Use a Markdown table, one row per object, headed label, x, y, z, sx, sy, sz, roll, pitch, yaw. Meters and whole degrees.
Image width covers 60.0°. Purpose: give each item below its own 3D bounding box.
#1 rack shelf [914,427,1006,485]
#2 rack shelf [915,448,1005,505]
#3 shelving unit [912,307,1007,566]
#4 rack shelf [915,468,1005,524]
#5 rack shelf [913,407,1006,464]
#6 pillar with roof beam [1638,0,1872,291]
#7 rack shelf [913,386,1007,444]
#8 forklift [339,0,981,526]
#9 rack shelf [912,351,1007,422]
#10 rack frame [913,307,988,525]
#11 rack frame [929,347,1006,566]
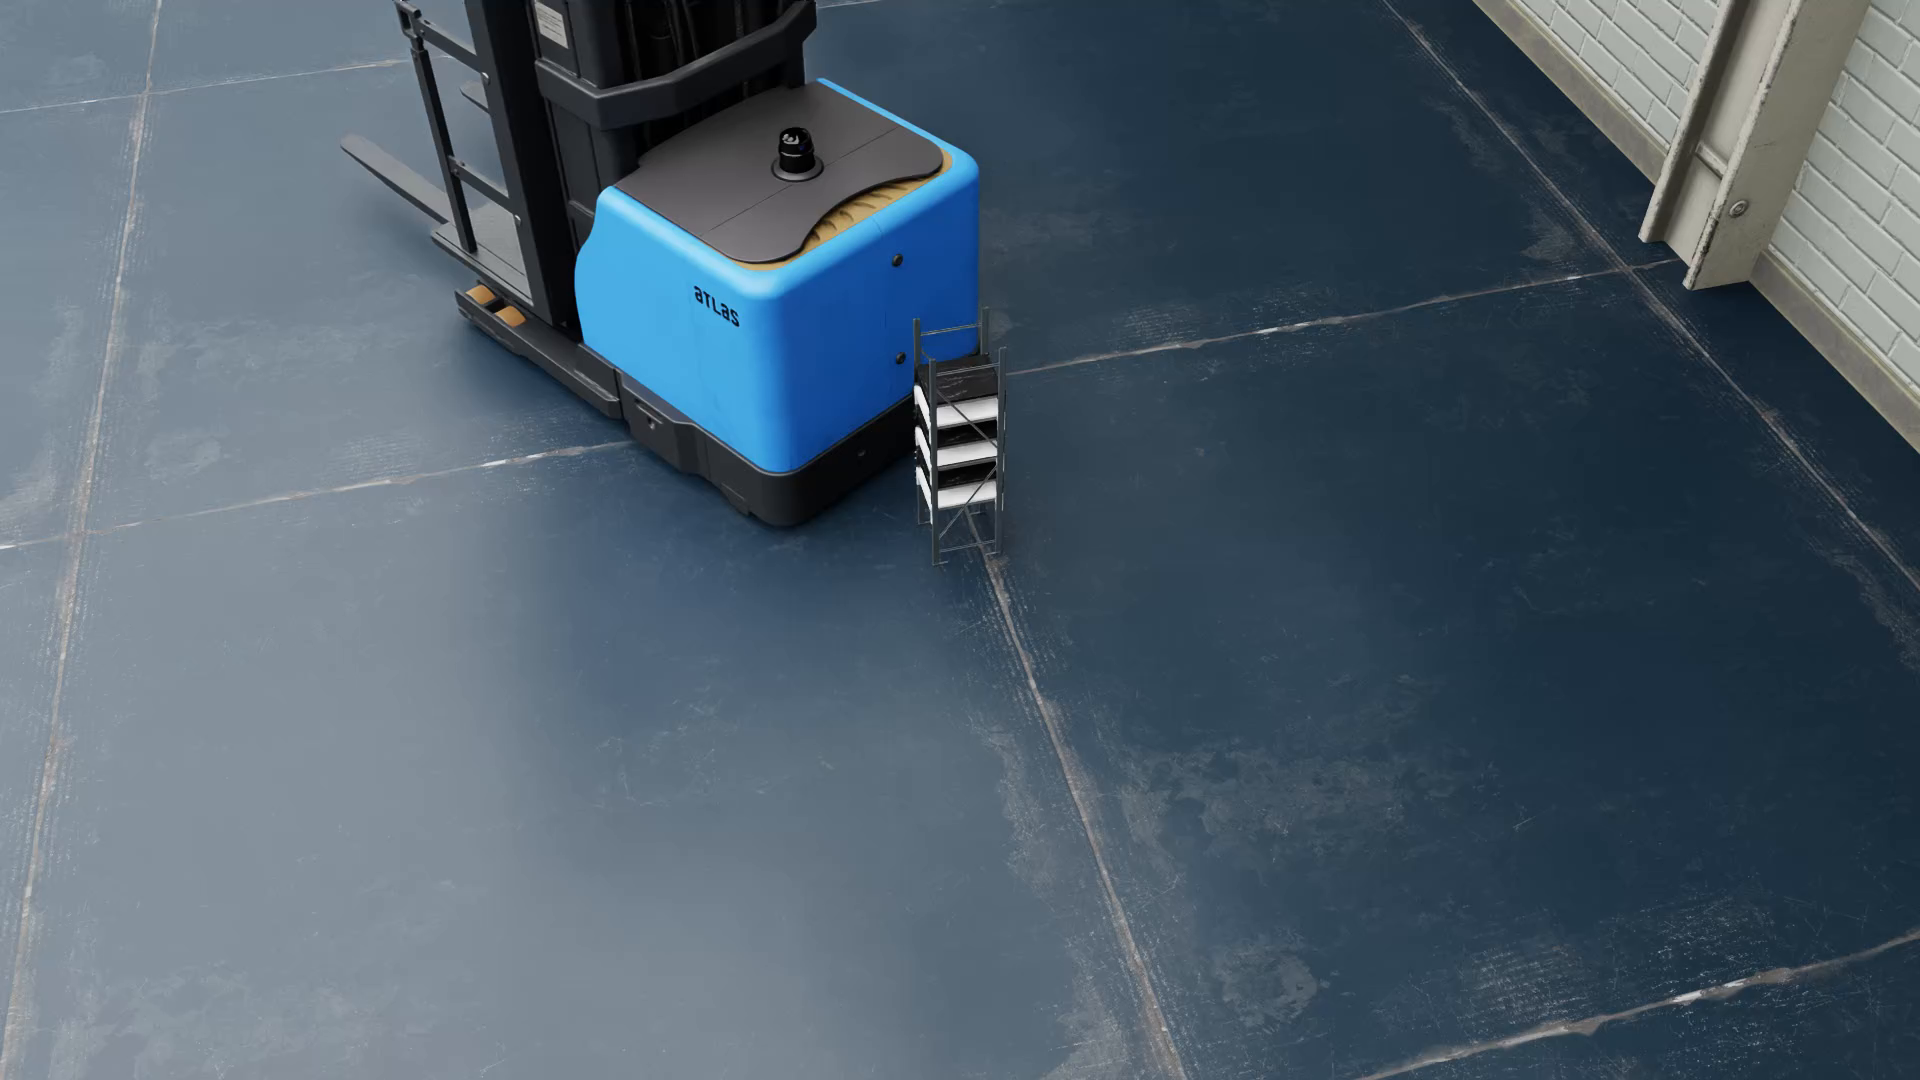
| label | x | y | z | sx | sy | sz | roll | pitch | yaw |
| --- | --- | --- | --- | --- | --- | --- | --- | --- | --- |
| rack shelf | -0.002 | -0.297 | 5.458 | 0.258 | 0.077 | 0.200 | -11 | 47 | -10 |
| rack shelf | -0.002 | -0.234 | 5.522 | 0.258 | 0.077 | 0.200 | -11 | 47 | -10 |
| shelving unit | -0.002 | -0.321 | 5.434 | 0.258 | 0.900 | 0.210 | -11 | 47 | -10 |
| rack shelf | -0.002 | -0.171 | 5.586 | 0.258 | 0.077 | 0.200 | -11 | 47 | -10 |
| rack shelf | -0.002 | -0.360 | 5.394 | 0.258 | 0.077 | 0.200 | -11 | 47 | -10 |
| pillar with roof beam | -1.107 | -3.539 | 2.917 | 9.100 | 9.000 | 0.400 | -11 | 47 | -10 |
| rack shelf | -0.002 | -0.423 | 5.329 | 0.258 | 0.077 | 0.200 | -11 | 47 | -10 |
| forklift | -1.333 | -2.007 | 5.665 | 3.031 | 2.935 | 1.130 | 34 | 55 | 29 |
| rack shelf | -0.002 | -0.486 | 5.265 | 0.258 | 0.077 | 0.200 | -11 | 47 | -10 |
| rack frame | -0.028 | -0.391 | 5.503 | 0.240 | 0.900 | 0.006 | -11 | 47 | -10 |
| rack frame | 0.024 | -0.250 | 5.365 | 0.240 | 0.900 | 0.006 | -11 | 47 | -10 |
